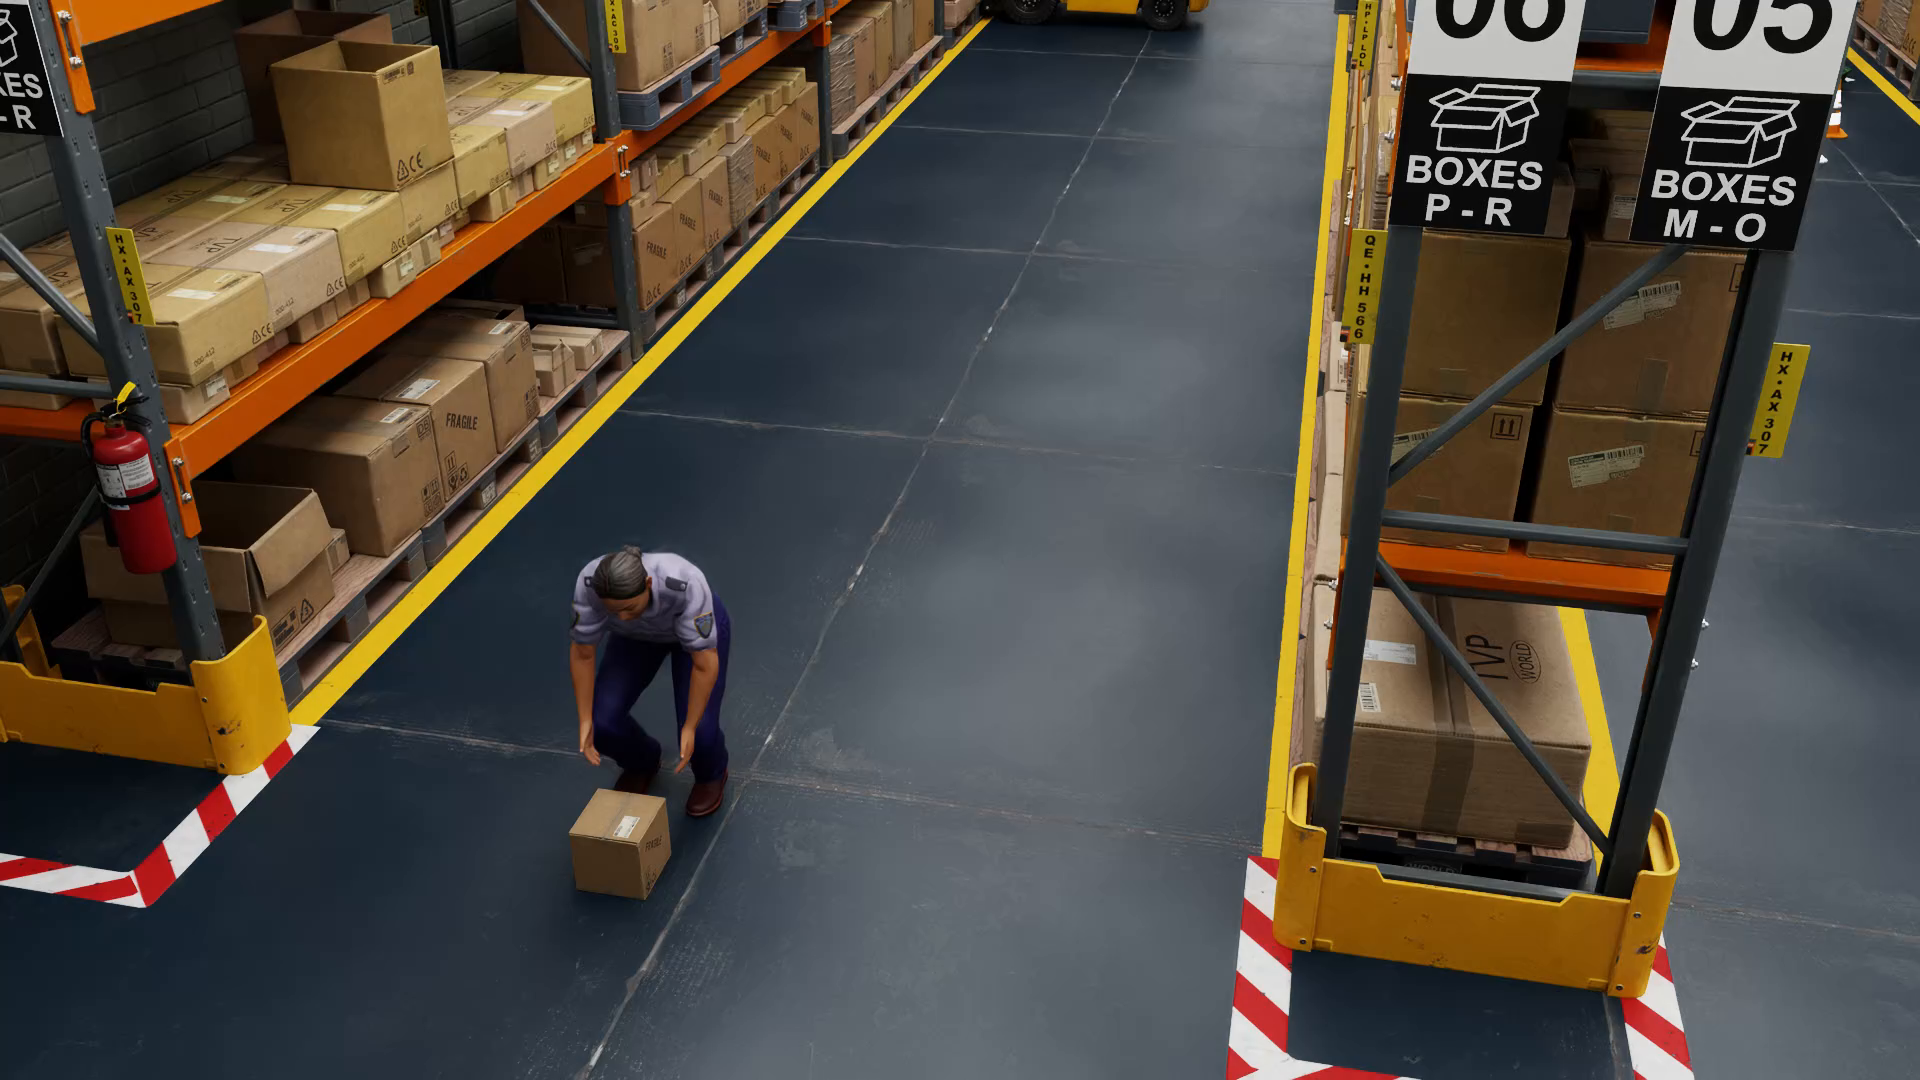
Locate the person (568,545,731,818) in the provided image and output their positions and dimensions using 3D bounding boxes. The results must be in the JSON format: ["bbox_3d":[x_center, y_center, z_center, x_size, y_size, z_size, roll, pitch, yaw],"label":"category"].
[{"bbox_3d":[-1.046,0.443,5.825,0.539,1.185,0.742,6,30,11],"label":"person"}]
